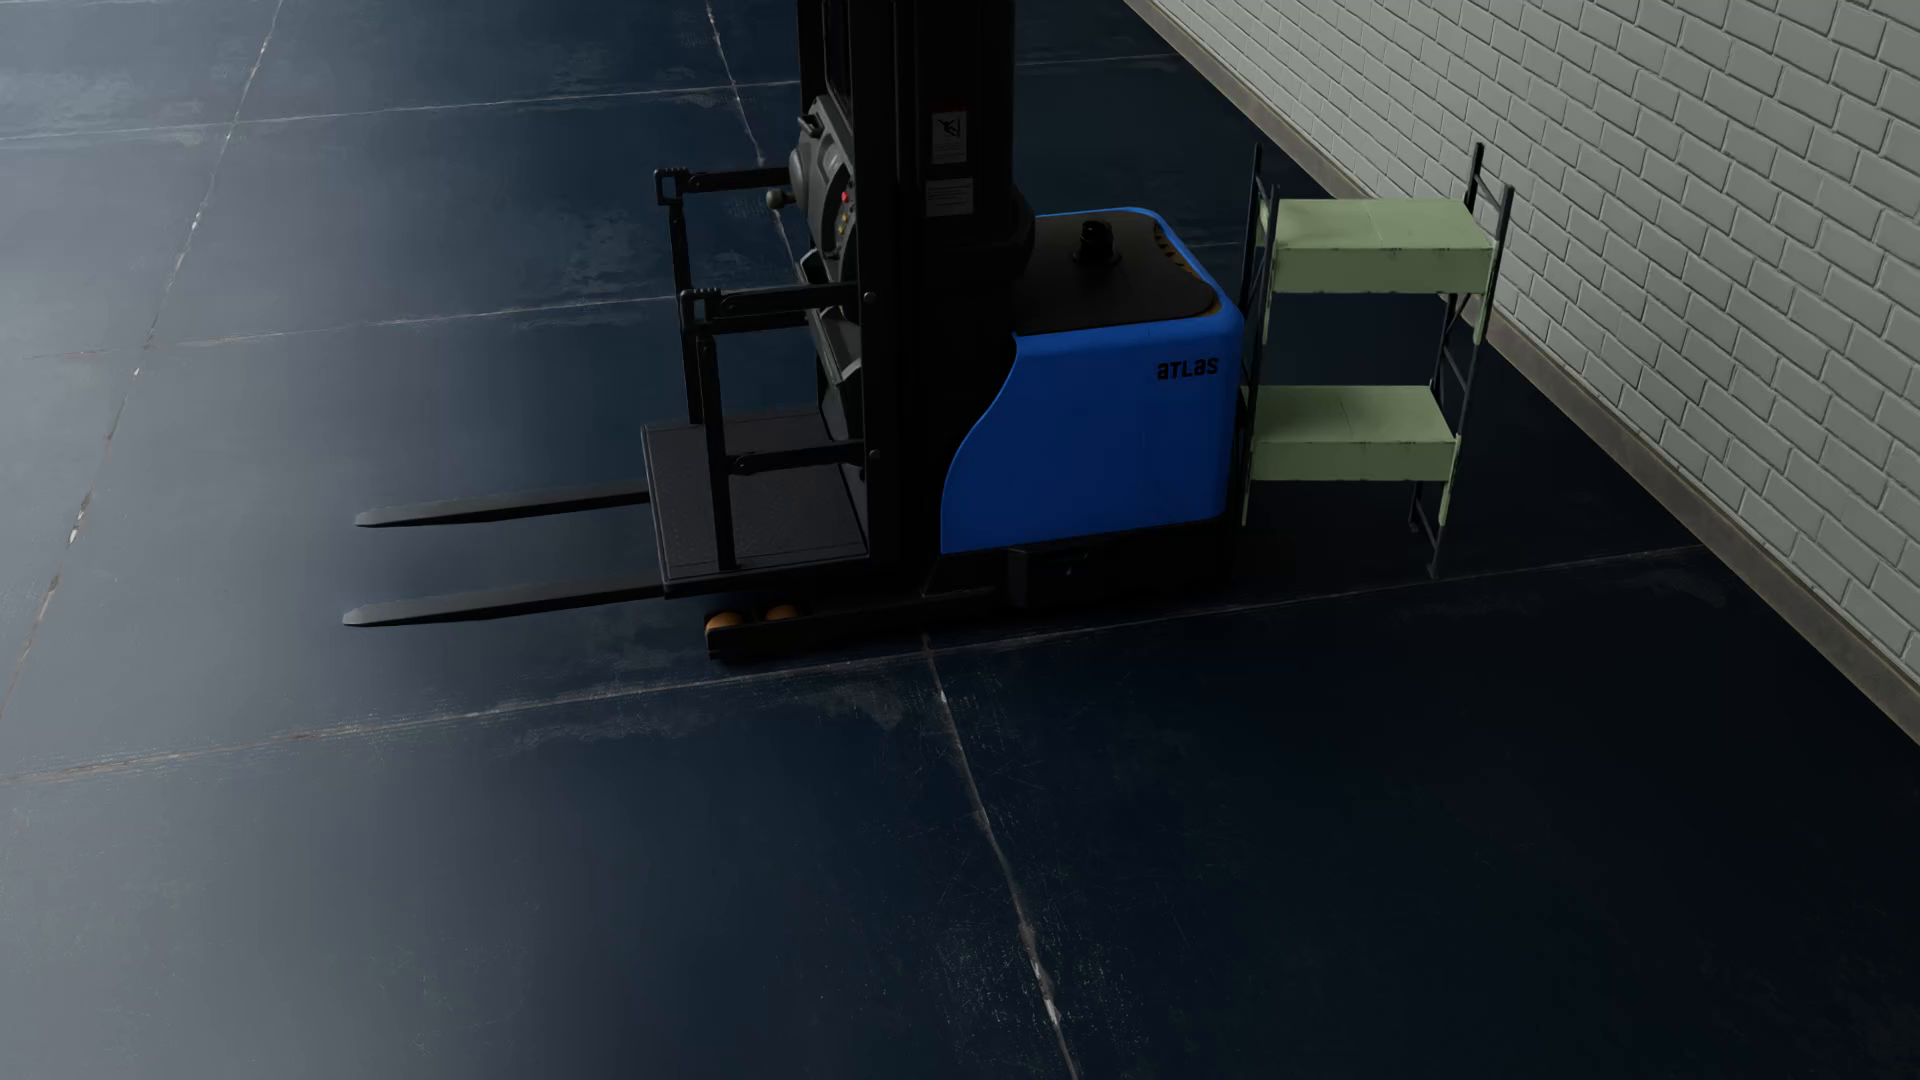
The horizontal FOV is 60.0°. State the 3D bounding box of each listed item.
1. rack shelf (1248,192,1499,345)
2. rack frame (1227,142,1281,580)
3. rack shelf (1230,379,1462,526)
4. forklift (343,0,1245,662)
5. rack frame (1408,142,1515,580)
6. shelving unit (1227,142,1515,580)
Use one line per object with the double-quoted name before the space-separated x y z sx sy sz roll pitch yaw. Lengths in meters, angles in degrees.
"rack shelf" 1.358 -0.912 5.563 0.720 0.370 0.431 0 34 0
"rack frame" 0.992 -0.589 5.781 0.023 1.500 0.400 0 34 0
"rack shelf" 1.359 -0.317 5.962 0.720 0.370 0.431 0 34 0
"forklift" -0.621 -1.129 5.302 3.031 2.935 1.130 -7 35 -11
"rack frame" 1.724 -0.588 5.780 0.023 1.500 0.400 0 34 0
"shelving unit" 1.358 -0.588 5.780 0.755 1.500 0.431 0 34 0
